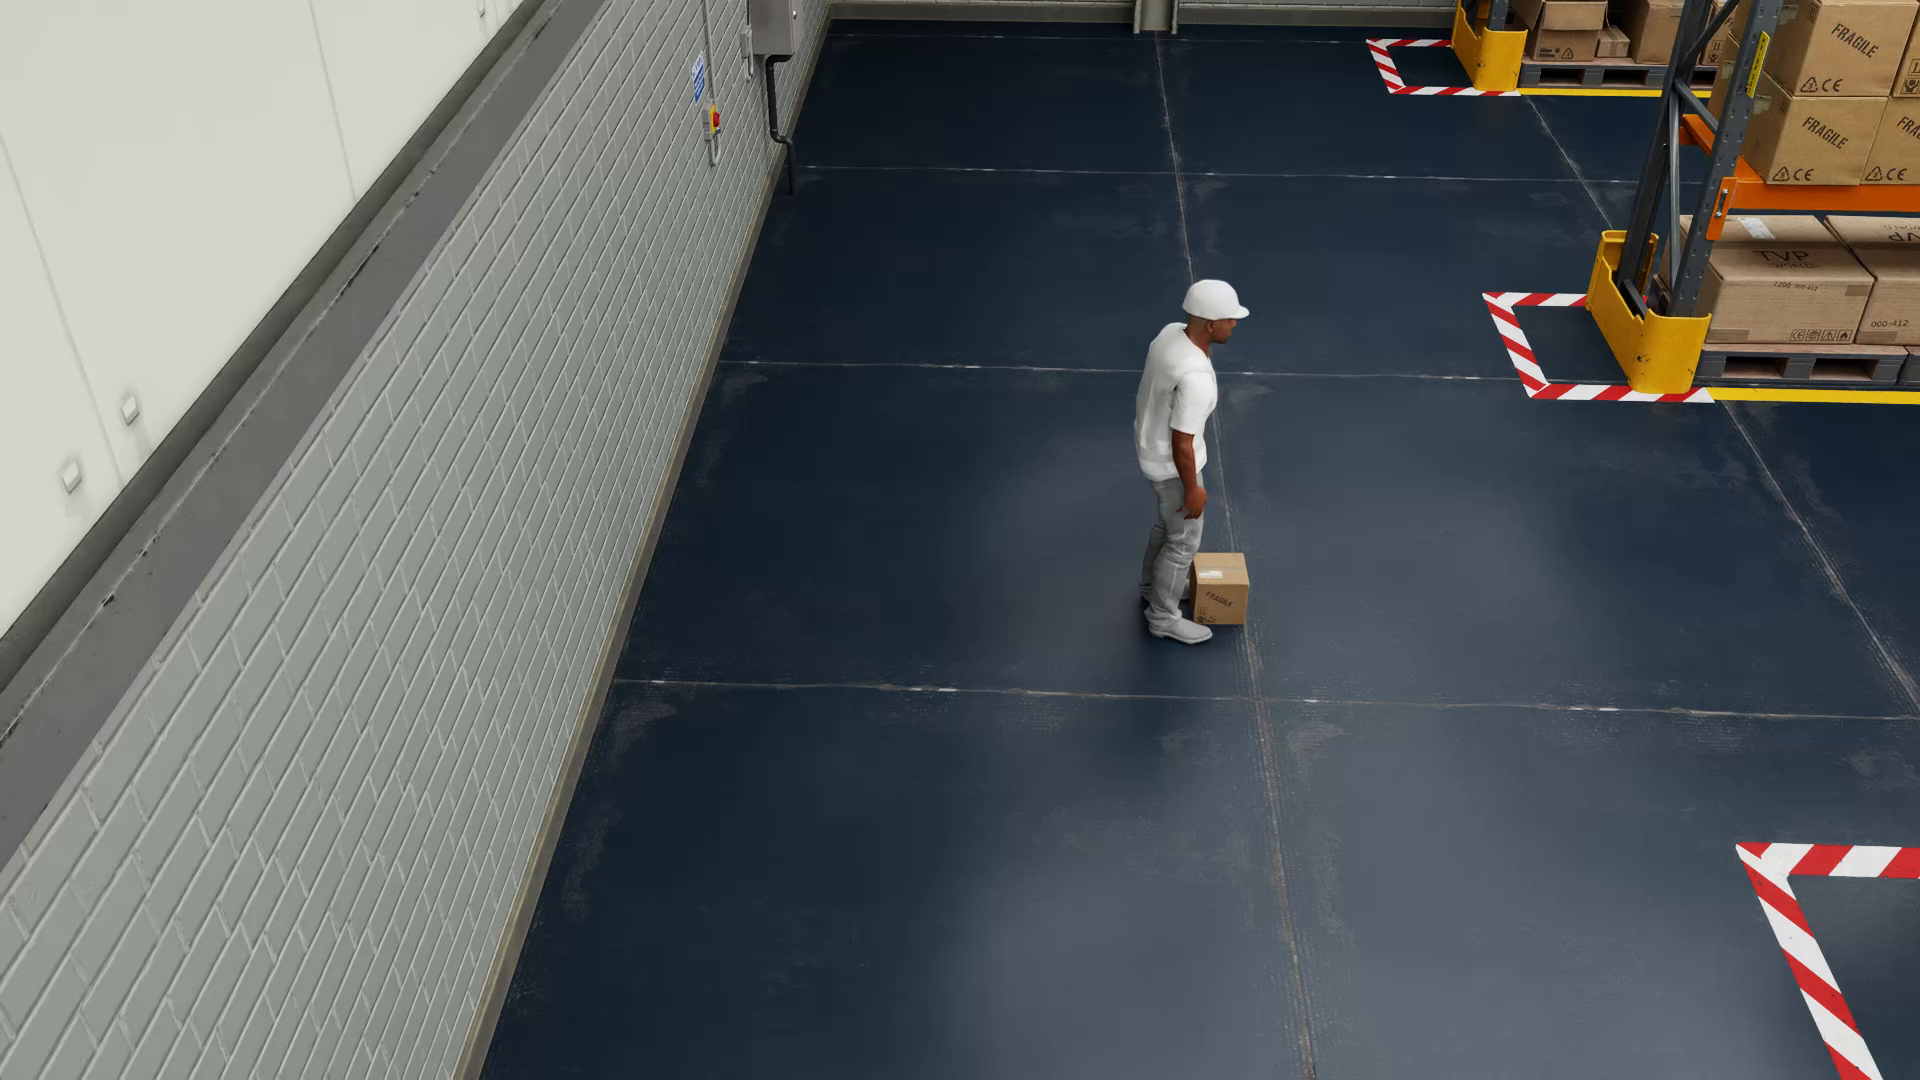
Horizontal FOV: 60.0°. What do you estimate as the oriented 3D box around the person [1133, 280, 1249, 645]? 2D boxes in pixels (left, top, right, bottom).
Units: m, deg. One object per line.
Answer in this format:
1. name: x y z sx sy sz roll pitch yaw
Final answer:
1. person: 1.025 -0.379 7.635 0.461 1.759 0.629 0 35 -1
